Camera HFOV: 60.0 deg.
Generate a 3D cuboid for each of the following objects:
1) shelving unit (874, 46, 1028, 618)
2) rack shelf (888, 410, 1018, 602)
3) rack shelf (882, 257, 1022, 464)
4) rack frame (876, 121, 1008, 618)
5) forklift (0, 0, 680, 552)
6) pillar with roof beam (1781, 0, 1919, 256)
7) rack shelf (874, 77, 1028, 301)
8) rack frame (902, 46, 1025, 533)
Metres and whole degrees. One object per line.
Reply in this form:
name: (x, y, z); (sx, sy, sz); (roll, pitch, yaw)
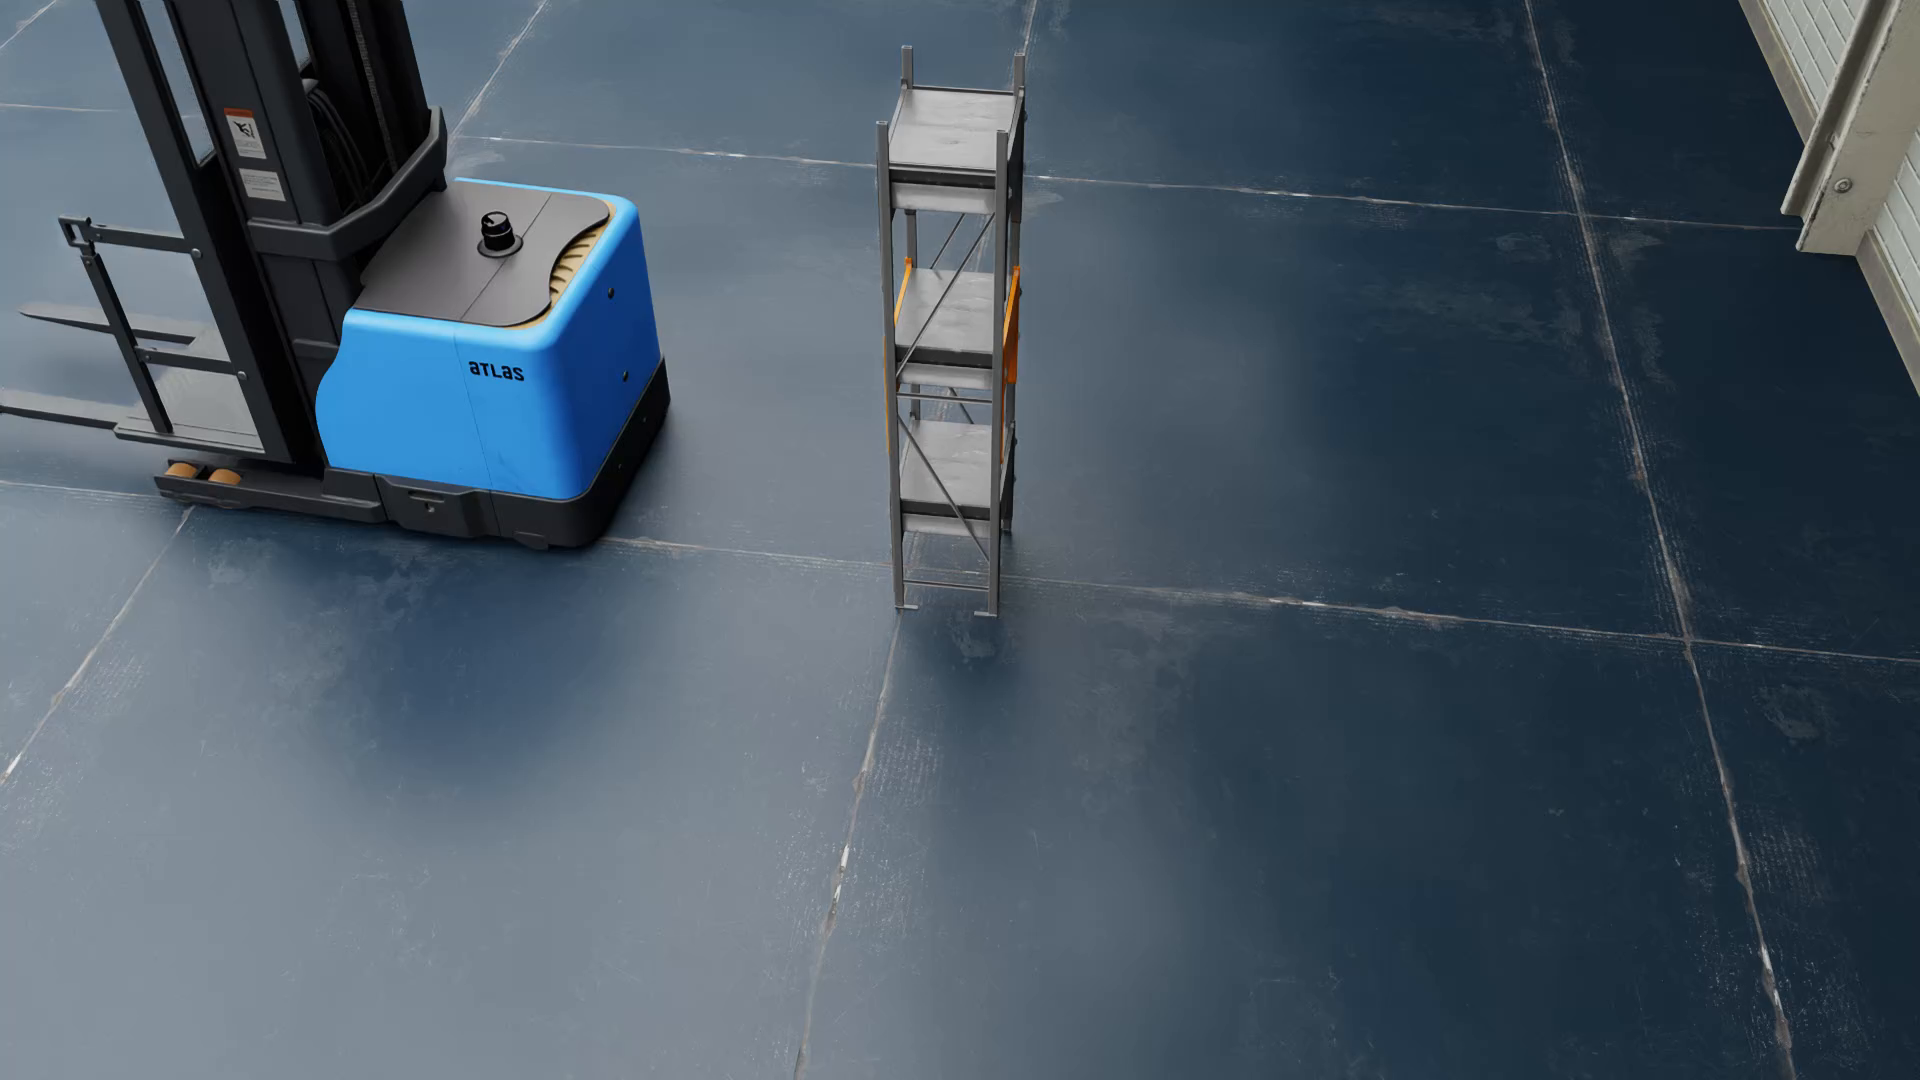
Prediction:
shelving unit: (-0.022, -0.650, 5.909); (0.431, 2.100, 0.503); (5, 44, 6)
rack shelf: (-0.022, -0.131, 6.400); (0.431, 0.518, 0.480); (5, 44, 6)
rack shelf: (-0.022, -0.640, 5.918); (0.431, 0.518, 0.480); (5, 44, 6)
rack frame: (-0.054, -0.483, 5.733); (0.400, 2.100, 0.015); (5, 44, 6)
forklift: (-2.799, -1.533, 6.237); (3.031, 2.935, 1.130); (8, 44, 9)
pillar with roof beam: (0.078, -5.215, 5.713); (9.100, 9.000, 0.400); (5, 44, 6)
rack shelf: (-0.022, -1.148, 5.437); (0.431, 0.518, 0.480); (5, 44, 6)
rack frame: (0.010, -0.816, 6.085); (0.400, 2.100, 0.015); (5, 44, 6)
